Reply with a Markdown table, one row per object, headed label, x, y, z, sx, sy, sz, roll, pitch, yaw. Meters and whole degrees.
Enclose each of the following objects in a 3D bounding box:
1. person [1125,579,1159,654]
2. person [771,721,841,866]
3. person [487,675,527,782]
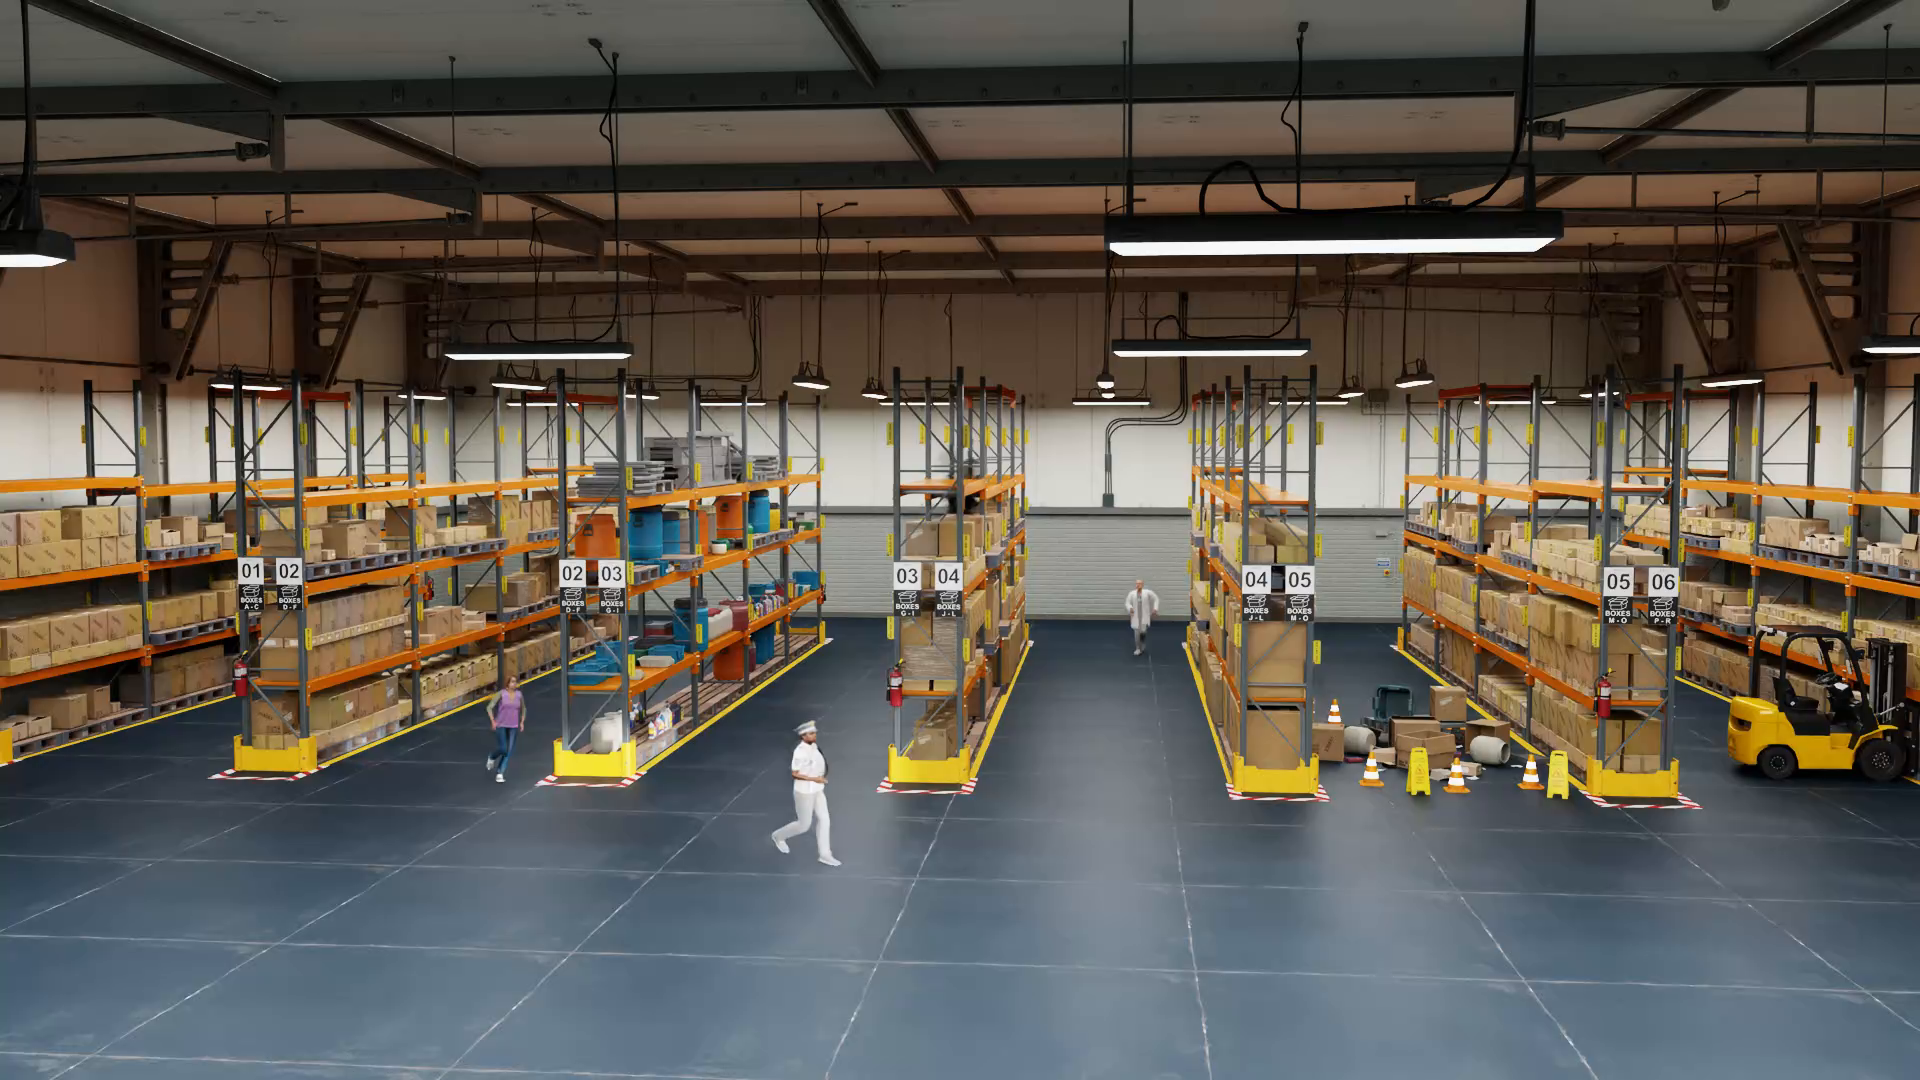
| label | x | y | z | sx | sy | sz | roll | pitch | yaw |
| --- | --- | --- | --- | --- | --- | --- | --- | --- | --- |
| person | 4.144 | 1.771 | 38.064 | 0.743 | 1.737 | 0.767 | 1 | 4 | 18 |
| person | -1.793 | 2.947 | 19.461 | 0.892 | 1.696 | 0.581 | 2 | 4 | 26 |
| person | -6.599 | 2.730 | 24.298 | 0.576 | 1.525 | 0.529 | -2 | 4 | -34 |
